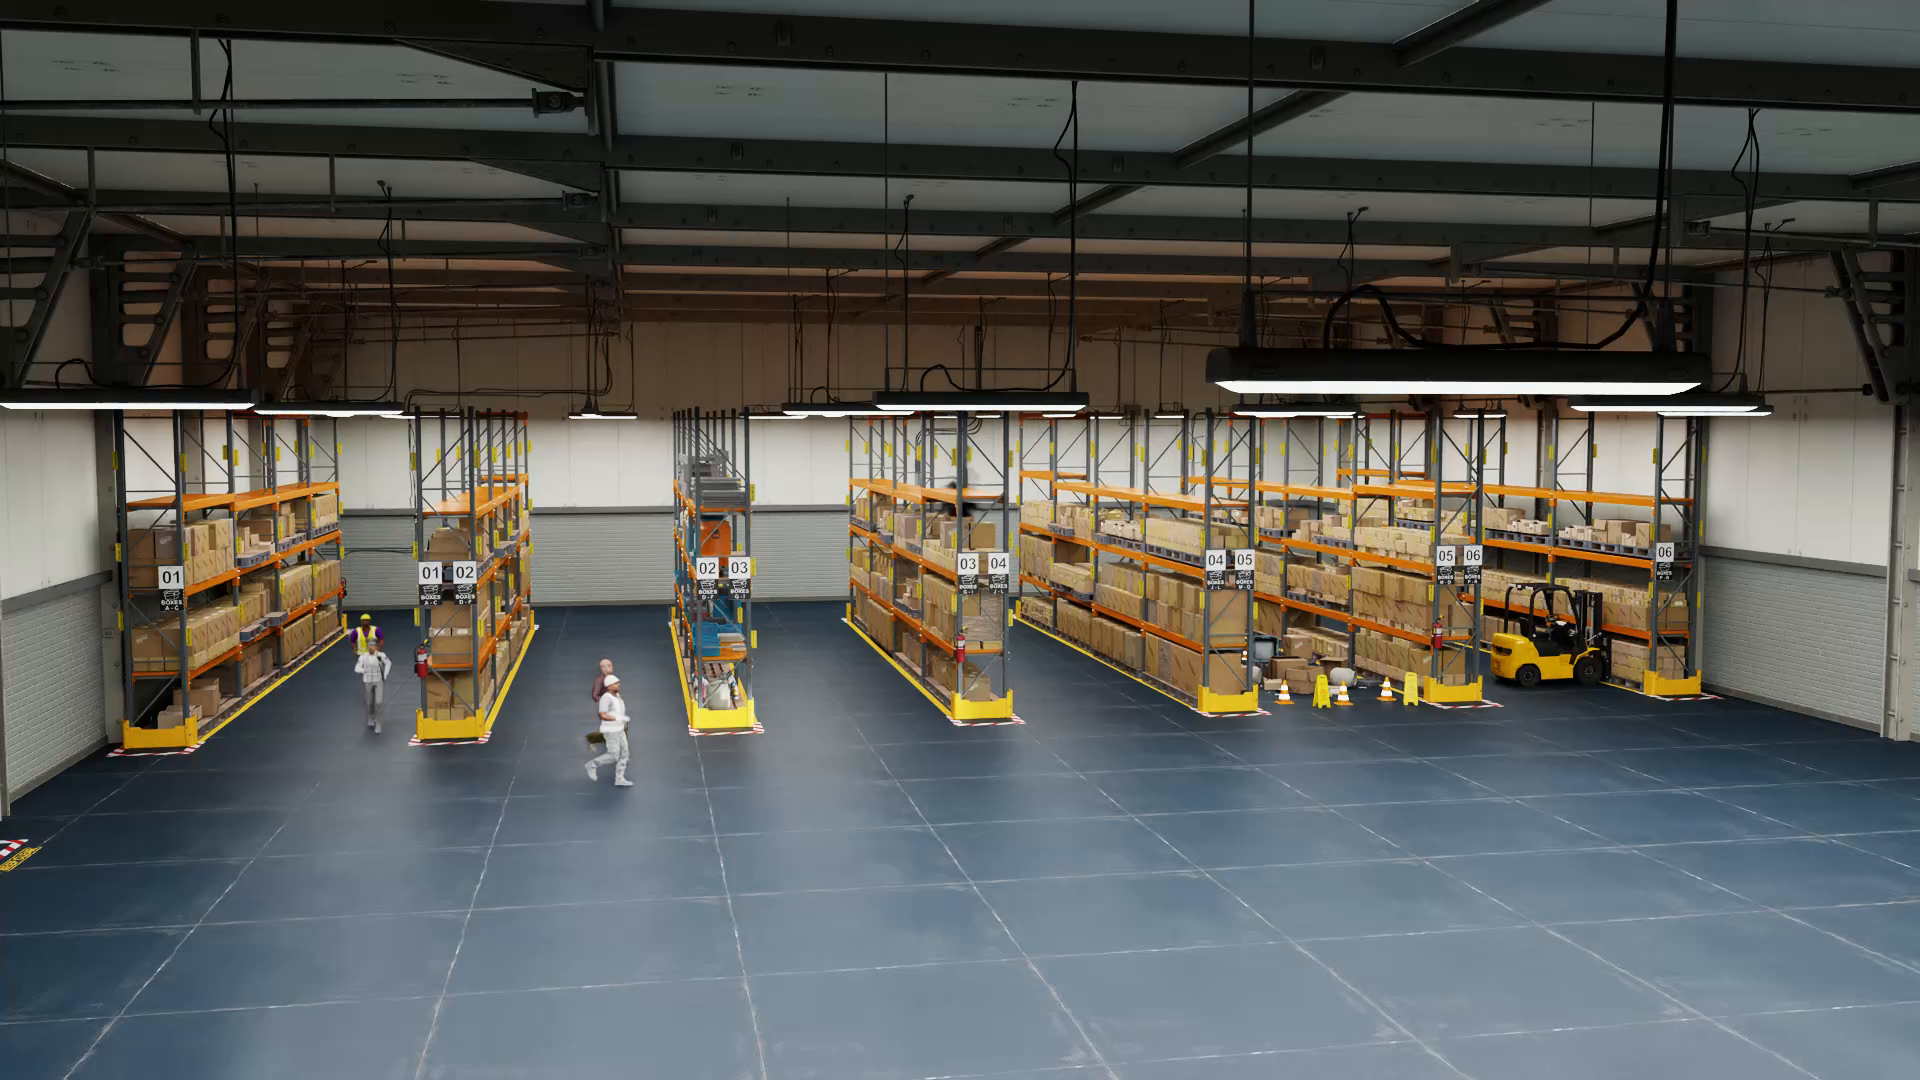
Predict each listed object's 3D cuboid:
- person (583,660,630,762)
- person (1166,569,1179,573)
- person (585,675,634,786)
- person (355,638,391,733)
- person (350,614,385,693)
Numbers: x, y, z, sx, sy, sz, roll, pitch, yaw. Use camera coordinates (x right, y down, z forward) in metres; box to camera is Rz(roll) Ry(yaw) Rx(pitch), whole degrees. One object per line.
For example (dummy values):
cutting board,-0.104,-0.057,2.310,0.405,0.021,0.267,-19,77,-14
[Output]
person,-5.939,2.873,28.016,0.813,1.735,0.726,1,4,16
person,6.611,1.242,50.953,0.653,1.768,0.695,0,4,2
person,-5.497,2.987,26.094,0.764,1.750,0.691,1,4,8
person,-10.898,2.683,30.878,0.609,1.765,0.742,-1,4,-11
person,-12.329,2.395,34.599,0.674,1.721,0.569,-1,4,-17
